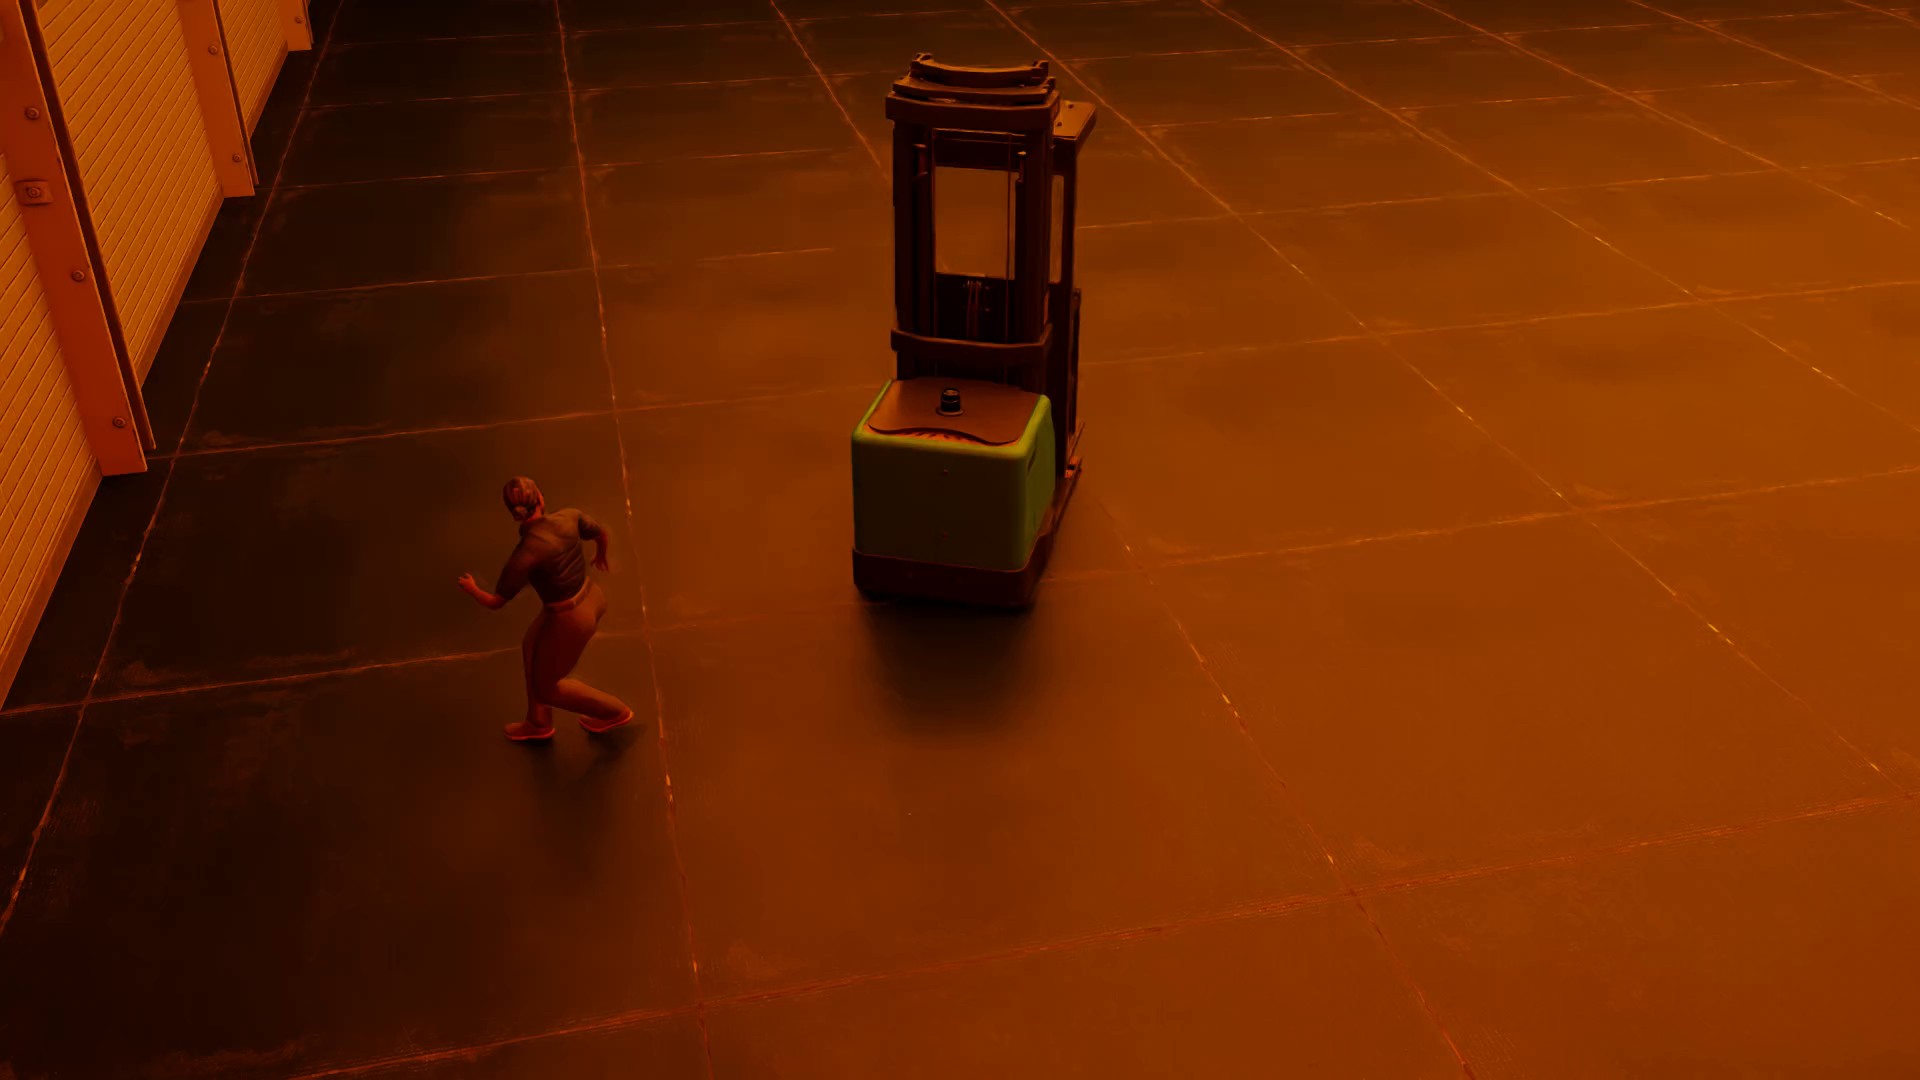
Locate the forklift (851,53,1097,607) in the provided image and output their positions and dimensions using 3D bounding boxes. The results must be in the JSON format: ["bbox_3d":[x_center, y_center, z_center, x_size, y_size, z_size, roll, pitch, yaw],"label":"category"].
[{"bbox_3d":[0.206,-1.602,10.342,1.130,2.935,3.031,7,31,12],"label":"forklift"}]

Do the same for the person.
[{"bbox_3d":[-2.097,0.307,8.469,0.817,1.533,0.785,6,31,10],"label":"person"}]
